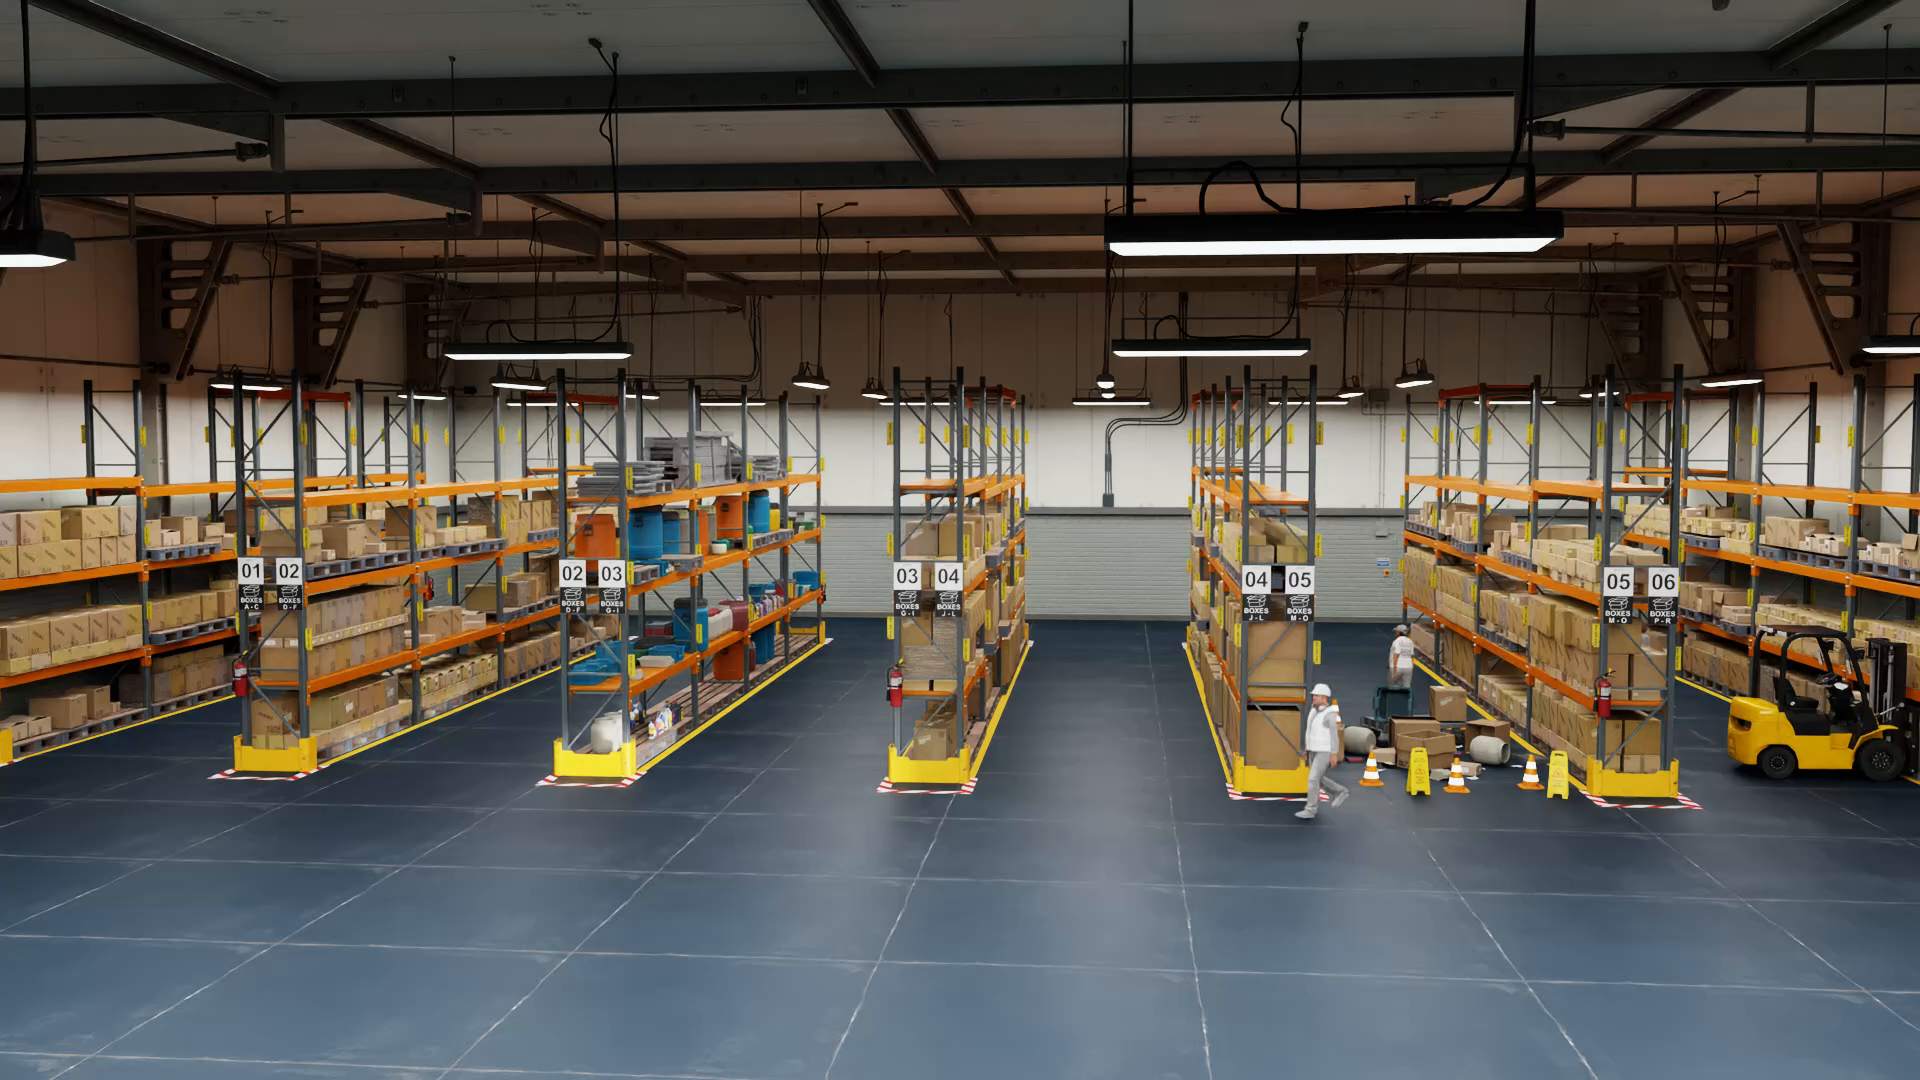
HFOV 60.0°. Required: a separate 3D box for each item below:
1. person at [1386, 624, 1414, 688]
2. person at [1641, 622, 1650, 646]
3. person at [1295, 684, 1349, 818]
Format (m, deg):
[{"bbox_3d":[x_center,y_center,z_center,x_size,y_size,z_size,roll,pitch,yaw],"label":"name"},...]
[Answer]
[{"bbox_3d":[7.871,2.360,29.649,0.503,1.703,0.626,0,4,-4],"label":"person"},{"bbox_3d":[12.563,2.318,30.609,0.413,1.624,0.535,-1,4,-11],"label":"person"},{"bbox_3d":[4.777,2.766,21.940,0.925,1.746,0.556,-1,4,-19],"label":"person"}]
